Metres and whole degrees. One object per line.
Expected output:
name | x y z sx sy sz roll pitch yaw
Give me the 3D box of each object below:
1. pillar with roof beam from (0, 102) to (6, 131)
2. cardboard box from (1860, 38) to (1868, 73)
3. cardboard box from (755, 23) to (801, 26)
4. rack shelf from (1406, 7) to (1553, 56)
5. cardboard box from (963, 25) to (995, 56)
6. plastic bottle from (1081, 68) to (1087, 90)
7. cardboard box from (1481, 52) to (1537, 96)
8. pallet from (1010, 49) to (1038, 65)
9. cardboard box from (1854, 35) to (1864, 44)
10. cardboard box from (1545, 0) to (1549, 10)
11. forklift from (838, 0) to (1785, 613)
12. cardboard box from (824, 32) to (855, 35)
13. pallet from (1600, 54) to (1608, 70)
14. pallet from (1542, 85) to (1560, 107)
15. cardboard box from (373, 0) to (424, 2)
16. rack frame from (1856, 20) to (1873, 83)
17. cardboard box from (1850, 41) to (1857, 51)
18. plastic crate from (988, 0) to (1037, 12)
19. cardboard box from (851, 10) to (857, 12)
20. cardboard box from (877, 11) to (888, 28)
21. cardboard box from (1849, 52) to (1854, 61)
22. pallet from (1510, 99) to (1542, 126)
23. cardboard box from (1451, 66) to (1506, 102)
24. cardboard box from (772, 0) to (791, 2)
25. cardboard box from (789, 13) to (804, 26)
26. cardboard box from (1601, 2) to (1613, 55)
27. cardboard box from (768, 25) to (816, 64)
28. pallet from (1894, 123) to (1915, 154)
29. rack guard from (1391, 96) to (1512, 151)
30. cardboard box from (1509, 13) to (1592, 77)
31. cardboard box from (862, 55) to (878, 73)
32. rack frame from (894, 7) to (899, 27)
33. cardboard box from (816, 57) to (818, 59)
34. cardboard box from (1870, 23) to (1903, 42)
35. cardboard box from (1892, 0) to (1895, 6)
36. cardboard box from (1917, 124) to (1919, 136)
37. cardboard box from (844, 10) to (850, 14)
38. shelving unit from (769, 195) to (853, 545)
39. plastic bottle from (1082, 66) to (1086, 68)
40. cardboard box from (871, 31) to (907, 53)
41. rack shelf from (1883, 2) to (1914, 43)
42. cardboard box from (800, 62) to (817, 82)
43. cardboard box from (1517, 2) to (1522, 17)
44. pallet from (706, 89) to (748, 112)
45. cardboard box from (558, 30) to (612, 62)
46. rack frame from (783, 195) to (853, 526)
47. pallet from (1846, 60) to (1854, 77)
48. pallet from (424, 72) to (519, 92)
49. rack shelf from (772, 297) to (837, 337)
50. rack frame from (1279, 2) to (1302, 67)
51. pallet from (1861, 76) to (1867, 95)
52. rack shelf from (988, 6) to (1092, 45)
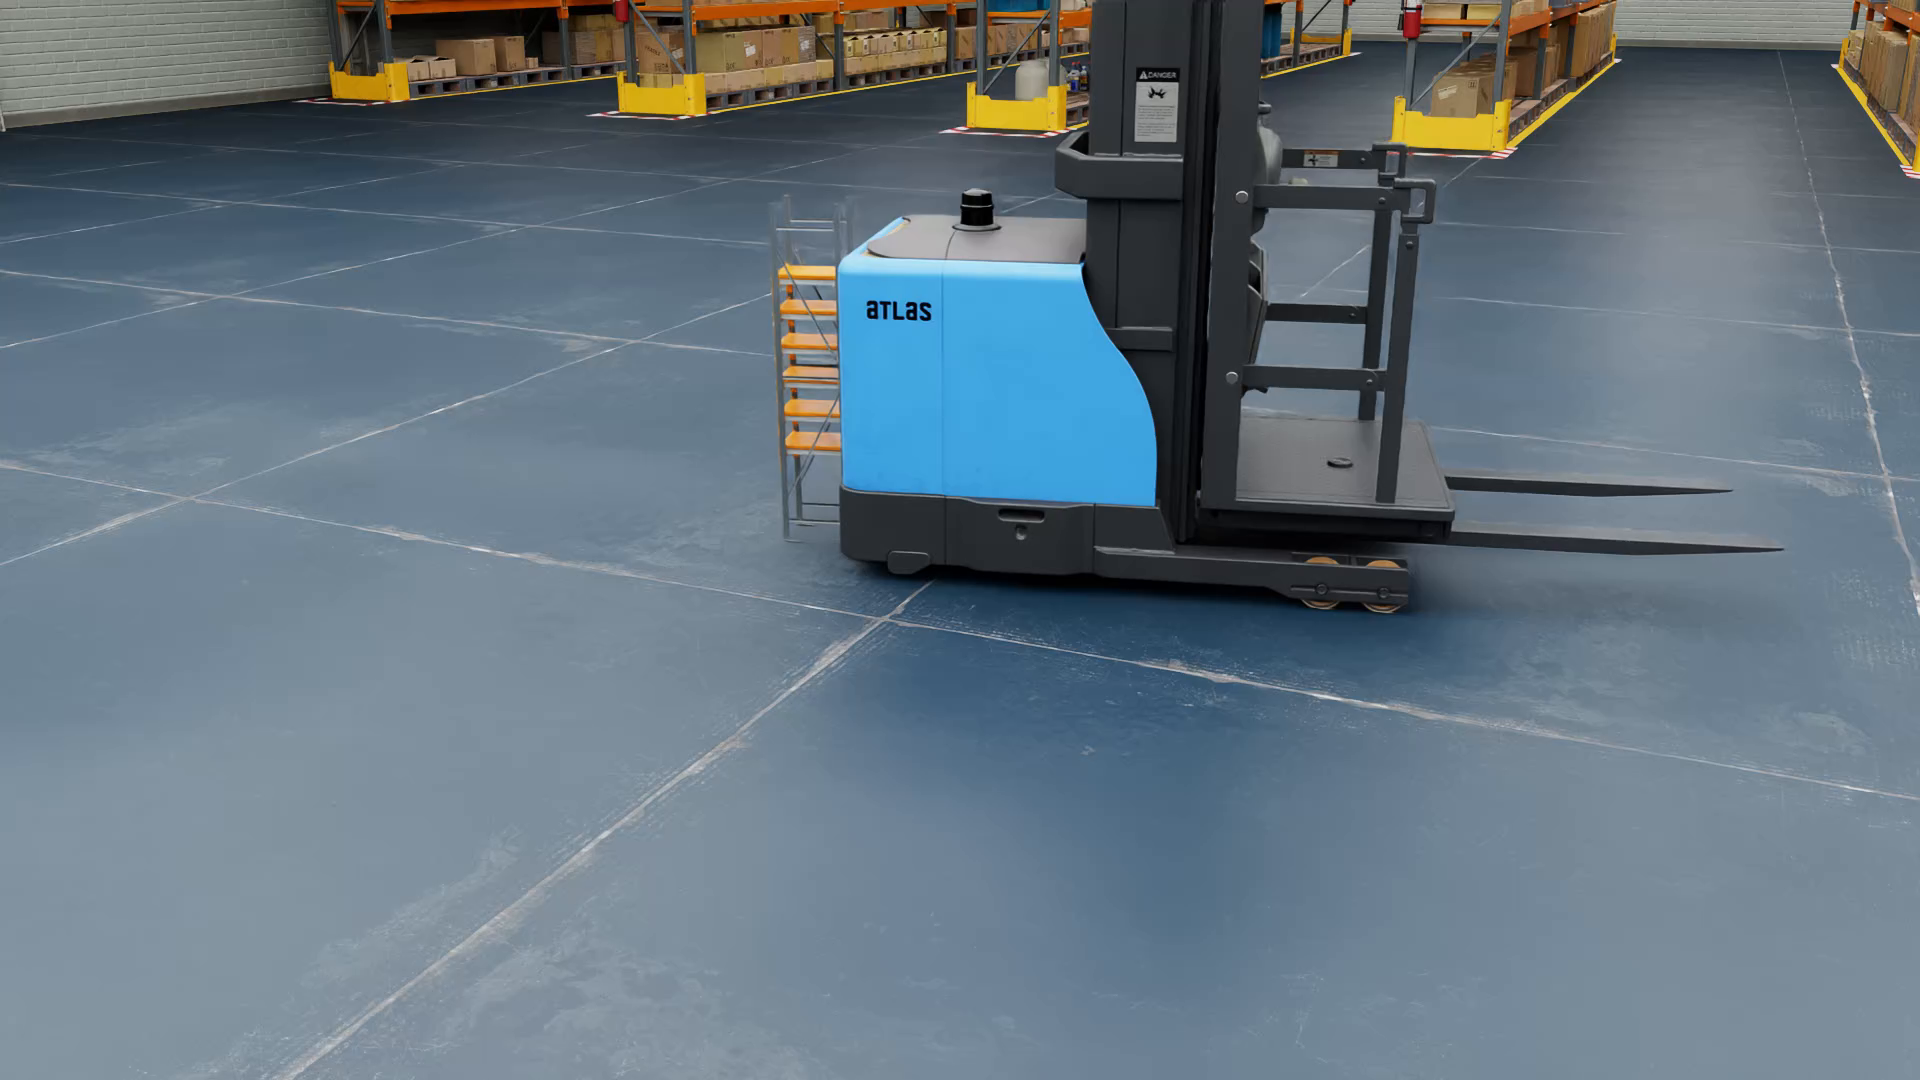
pillar with roof beam | -7.394 -8.370 16.075 9.100 9.000 0.400 9 21 23
cardboard box | 14.048 -7.384 25.360 0.500 0.500 0.500 9 22 25
cardboard box | -2.679 -7.337 24.480 0.500 0.500 0.500 9 21 23
rack shelf | 6.014 -5.869 19.070 1.077 0.370 4.000 9 21 23
cardboard box | 0.301 -8.846 29.439 0.500 0.500 0.500 8 21 22
plastic bottle | 1.656 -6.170 22.258 0.097 0.271 0.097 0 20 0
cardboard box | 7.104 -6.034 21.533 0.700 0.500 0.500 7 21 19
pallet | 0.774 -9.058 31.124 1.003 0.211 1.213 9 21 23
cardboard box | 14.968 -8.242 27.408 0.380 0.149 0.250 8 21 21
cardboard box | 7.013 -6.595 20.412 0.380 0.149 0.250 9 21 23
forklift | 1.158 -1.339 5.360 3.031 2.935 1.130 3 20 9
cardboard box | -1.885 -7.822 26.126 0.500 0.311 0.500 8 21 23
pallet | 10.990 -8.547 29.688 1.003 0.211 1.213 9 21 23
pallet | 7.648 -6.118 22.858 1.003 0.211 1.213 9 21 23
cardboard box | -7.873 -7.680 23.282 0.500 0.250 0.500 8 21 21
rack frame | 14.592 -8.554 25.544 1.000 3.000 0.127 9 21 23
cardboard box | 15.394 -8.420 28.352 0.380 0.149 0.250 9 22 24
plastic crate | 0.608 -6.401 19.712 0.499 0.251 0.616 9 21 23
cardboard box | -2.447 -11.459 35.850 0.380 0.149 0.250 9 21 23
cardboard box | -2.006 -11.319 36.425 0.700 0.500 0.500 9 21 23
cardboard box | 15.192 -8.128 27.976 0.380 0.149 0.250 7 21 20
pallet | 6.590 -5.296 20.545 1.003 0.211 1.213 9 21 23
cardboard box | 5.953 -5.182 19.167 0.500 0.500 0.500 11 22 28
cardboard box | -2.798 -7.776 23.207 0.700 0.500 0.500 9 21 24
cardboard box | -3.596 -10.273 32.959 0.750 0.750 0.750 9 21 23
cardboard box | 11.185 -9.200 29.906 0.875 0.875 0.875 9 21 23
cardboard box | -2.409 -7.113 23.850 0.500 0.500 0.500 9 21 23
pallet | 10.435 -4.198 17.459 1.003 0.211 1.213 9 21 23
rack guard | 5.226 -4.442 17.714 1.175 0.500 0.348 9 21 23
cardboard box | 8.772 -7.447 24.977 1.225 0.875 0.875 8 21 20
cardboard box | -1.602 -7.328 25.574 0.500 0.250 0.500 9 22 24
rack frame | -1.810 -12.527 36.716 1.000 3.000 0.127 9 21 23
cardboard box | -2.298 -7.249 25.352 0.500 0.250 0.500 8 21 22
cardboard box | 13.620 -7.419 24.339 0.500 0.250 0.500 9 22 25
cardboard box | 12.319 -7.122 21.369 0.500 0.500 0.500 8 21 22
cardboard box | 9.896 -4.299 16.123 0.875 0.875 0.875 9 21 23
cardboard box | -2.528 -11.084 34.794 0.380 0.149 0.250 8 21 21
shelving unit | -0.500 -0.584 5.818 0.258 1.200 0.189 3 20 9
plastic bottle | 1.676 -6.283 22.569 0.152 0.276 0.135 9 22 25
cardboard box | -1.179 -7.909 26.371 0.500 0.311 0.500 9 22 24
rack shelf | 12.135 -6.381 20.507 1.077 0.370 4.000 9 21 23
cardboard box | -2.408 -6.759 23.975 0.500 0.250 0.500 9 21 23
cardboard box | 5.957 -5.836 18.277 0.380 0.149 0.250 9 21 23
pallet | -3.566 -5.883 22.196 1.003 0.211 1.213 9 21 23
cardboard box | -6.272 -8.280 27.849 0.700 0.500 0.500 8 21 22
rack frame | -0.485 -0.614 5.903 0.240 1.200 0.006 3 20 9
pallet | 15.333 -7.824 27.655 1.003 0.211 1.213 9 21 23
pallet | -7.465 -6.960 25.225 1.003 0.211 1.213 9 21 23
rack shelf | -0.501 -0.768 5.752 0.258 0.103 0.180 3 20 9
rack frame | 5.590 -9.945 29.456 1.000 3.000 0.127 9 21 23
pallet | 13.777 -6.627 24.289 1.003 0.211 1.213 9 21 23
rack shelf | 1.495 -6.549 20.981 1.077 0.370 4.000 9 21 23
